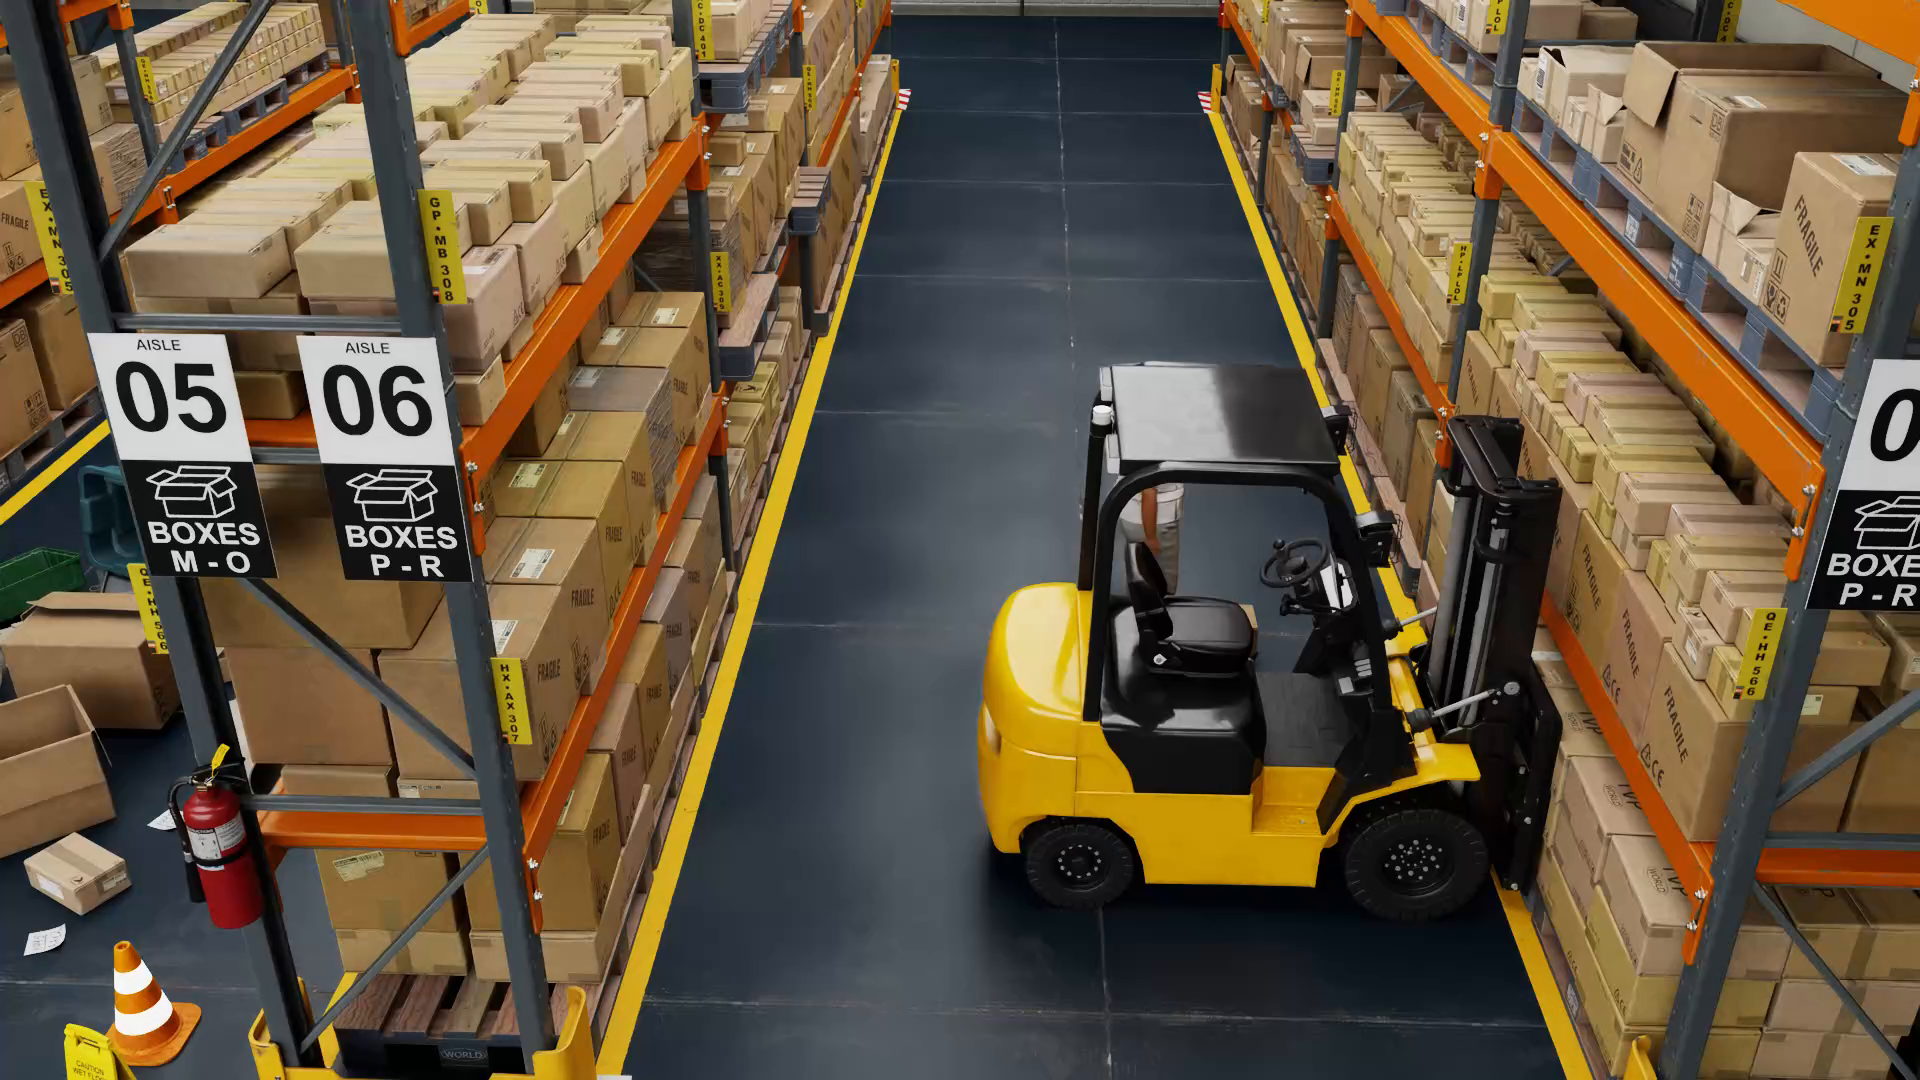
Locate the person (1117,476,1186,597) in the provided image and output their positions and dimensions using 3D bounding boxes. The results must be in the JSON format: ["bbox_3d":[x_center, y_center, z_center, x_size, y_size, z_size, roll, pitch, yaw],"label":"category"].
[{"bbox_3d":[1.064,-0.126,8.824,0.445,1.671,0.523,-1,28,-2],"label":"person"}]
